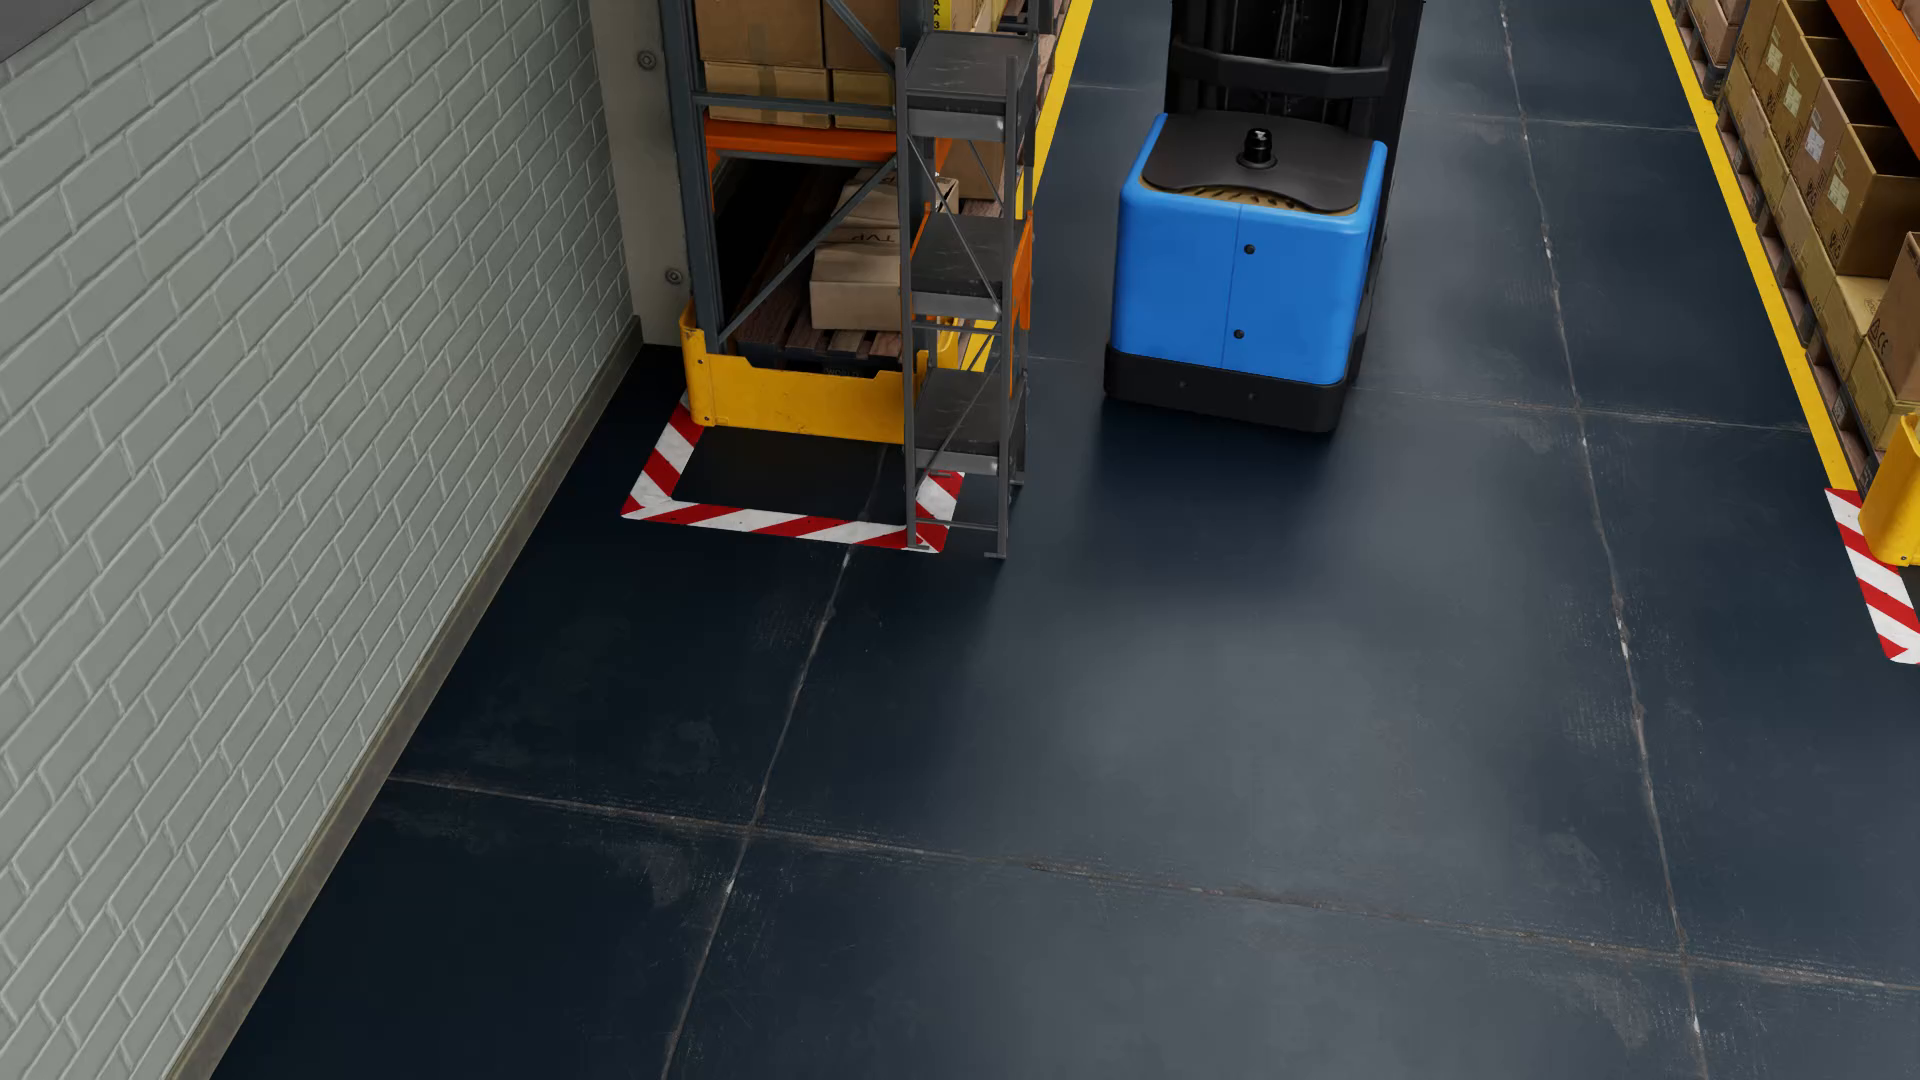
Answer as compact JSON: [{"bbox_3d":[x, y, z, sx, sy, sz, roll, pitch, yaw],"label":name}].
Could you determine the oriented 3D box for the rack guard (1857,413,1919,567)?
[{"bbox_3d":[4.257,-0.145,6.533,1.175,0.500,0.348,6,40,8],"label":"rack guard"}]

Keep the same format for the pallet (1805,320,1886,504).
[{"bbox_3d":[4.352,-0.534,7.230,1.003,0.211,1.213,6,40,8],"label":"pallet"}]

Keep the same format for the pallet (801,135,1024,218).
[{"bbox_3d":[-0.216,-1.910,8.894,1.003,0.211,1.213,6,40,8],"label":"pallet"}]

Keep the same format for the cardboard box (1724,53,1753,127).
[{"bbox_3d":[4.575,-2.479,9.222,0.500,0.250,0.500,6,40,8],"label":"cardboard box"}]

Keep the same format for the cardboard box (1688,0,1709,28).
[{"bbox_3d":[4.829,-3.346,10.271,0.500,0.250,0.500,6,40,7],"label":"cardboard box"}]

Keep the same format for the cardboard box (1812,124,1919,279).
[{"bbox_3d":[4.220,-1.513,7.466,0.500,0.500,0.500,6,40,8],"label":"cardboard box"}]

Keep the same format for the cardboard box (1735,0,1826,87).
[{"bbox_3d":[4.565,-2.769,8.985,0.500,0.500,0.500,6,40,8],"label":"cardboard box"}]

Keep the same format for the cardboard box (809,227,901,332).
[{"bbox_3d":[-0.410,-1.225,7.643,0.500,0.311,0.500,2,40,3],"label":"cardboard box"}]

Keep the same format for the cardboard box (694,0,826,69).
[{"bbox_3d":[-0.746,-2.226,6.602,0.500,0.500,0.500,6,40,7],"label":"cardboard box"}]

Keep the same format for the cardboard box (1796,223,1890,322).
[{"bbox_3d":[4.223,-1.224,7.705,0.500,0.250,0.500,6,40,8],"label":"cardboard box"}]

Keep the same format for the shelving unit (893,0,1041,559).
[{"bbox_3d":[0.029,-0.913,6.206,0.431,2.100,0.503,6,40,8],"label":"shelving unit"}]

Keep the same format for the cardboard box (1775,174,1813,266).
[{"bbox_3d":[4.311,-1.538,8.084,0.500,0.250,0.500,6,40,8],"label":"cardboard box"}]

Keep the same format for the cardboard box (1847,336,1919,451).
[{"bbox_3d":[4.063,-0.595,6.944,0.500,0.250,0.500,6,40,8],"label":"cardboard box"}]

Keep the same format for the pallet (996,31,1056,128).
[{"bbox_3d":[-0.007,-2.678,9.823,1.003,0.211,1.213,6,40,8],"label":"pallet"}]

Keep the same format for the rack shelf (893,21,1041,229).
[{"bbox_3d":[0.029,-1.442,5.769,0.431,0.518,0.480,6,40,8],"label":"rack shelf"}]

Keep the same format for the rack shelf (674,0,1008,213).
[{"bbox_3d":[-0.272,-2.646,8.160,1.077,0.370,4.000,6,40,8],"label":"rack shelf"}]

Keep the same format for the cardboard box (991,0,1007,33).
[{"bbox_3d":[-0.051,-2.535,7.564,0.500,0.250,0.500,6,40,7],"label":"cardboard box"}]

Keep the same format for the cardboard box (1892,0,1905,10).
[{"bbox_3d":[4.707,-2.747,7.640,0.700,0.500,0.500,7,40,8],"label":"cardboard box"}]

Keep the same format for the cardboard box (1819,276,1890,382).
[{"bbox_3d":[4.138,-0.910,7.325,0.500,0.250,0.500,6,40,8],"label":"cardboard box"}]

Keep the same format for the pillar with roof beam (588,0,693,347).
[{"bbox_3d":[2.891,-4.040,4.574,9.100,9.000,0.400,6,40,8],"label":"pillar with roof beam"}]

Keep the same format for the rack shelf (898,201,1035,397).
[{"bbox_3d":[0.029,-0.903,6.215,0.431,0.518,0.480,6,40,8],"label":"rack shelf"}]

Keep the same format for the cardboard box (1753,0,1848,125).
[{"bbox_3d":[4.486,-2.454,8.604,0.500,0.500,0.500,6,40,8],"label":"cardboard box"}]

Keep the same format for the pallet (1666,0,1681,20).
[{"bbox_3d":[5.251,-3.794,11.173,1.003,0.211,1.213,6,40,8],"label":"pallet"}]

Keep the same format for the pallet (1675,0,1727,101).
[{"bbox_3d":[5.043,-3.026,10.244,1.003,0.211,1.213,6,40,8],"label":"pallet"}]

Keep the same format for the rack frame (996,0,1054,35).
[{"bbox_3d":[0.074,-4.178,9.449,1.000,3.000,0.127,6,40,8],"label":"rack frame"}]

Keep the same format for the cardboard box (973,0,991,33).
[{"bbox_3d":[-0.145,-2.216,7.178,0.500,0.250,0.500,5,40,6],"label":"cardboard box"}]

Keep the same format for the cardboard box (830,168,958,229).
[{"bbox_3d":[-0.311,-1.583,8.075,0.500,0.311,0.500,10,41,11],"label":"cardboard box"}]

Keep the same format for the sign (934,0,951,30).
[{"bbox_3d":[-0.084,-1.942,6.065,0.100,0.325,0.005,6,40,8],"label":"sign"}]

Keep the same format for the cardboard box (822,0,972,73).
[{"bbox_3d":[-0.240,-2.173,6.538,0.500,0.500,0.500,6,40,8],"label":"cardboard box"}]

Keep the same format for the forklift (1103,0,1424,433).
[{"bbox_3d":[1.560,-2.542,7.524,1.130,2.935,3.031,11,41,13],"label":"forklift"}]

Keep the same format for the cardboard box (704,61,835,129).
[{"bbox_3d":[-0.728,-1.932,6.835,0.500,0.250,0.500,7,40,8],"label":"cardboard box"}]

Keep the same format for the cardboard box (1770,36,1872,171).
[{"bbox_3d":[4.392,-2.141,8.225,0.500,0.500,0.500,6,40,8],"label":"cardboard box"}]

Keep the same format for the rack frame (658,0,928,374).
[{"bbox_3d":[-0.618,-1.668,6.413,1.000,3.000,0.127,6,40,8],"label":"rack frame"}]

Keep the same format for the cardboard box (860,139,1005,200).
[{"bbox_3d":[-0.135,-2.111,8.565,0.700,0.500,0.500,4,40,5],"label":"cardboard box"}]

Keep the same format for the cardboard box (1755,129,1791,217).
[{"bbox_3d":[4.392,-1.852,8.464,0.500,0.250,0.500,6,40,8],"label":"cardboard box"}]

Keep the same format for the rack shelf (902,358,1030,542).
[{"bbox_3d":[0.029,-0.363,6.661,0.431,0.518,0.480,6,40,8],"label":"rack shelf"}]

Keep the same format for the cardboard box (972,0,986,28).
[{"bbox_3d":[-0.144,-2.482,6.912,0.500,0.500,0.500,7,40,8],"label":"cardboard box"}]

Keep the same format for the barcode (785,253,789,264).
[{"bbox_3d":[-0.801,-1.284,7.707,0.001,0.075,0.075,6,40,8],"label":"barcode"}]

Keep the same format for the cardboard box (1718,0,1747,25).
[{"bbox_3d":[4.741,-3.238,9.701,0.500,0.311,0.500,6,40,8],"label":"cardboard box"}]

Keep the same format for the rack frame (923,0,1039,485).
[{"bbox_3d":[0.071,-1.066,6.392,0.400,2.100,0.015,6,40,8],"label":"rack frame"}]

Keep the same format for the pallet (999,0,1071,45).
[{"bbox_3d":[0.207,-3.592,10.929,1.003,0.211,1.213,6,40,8],"label":"pallet"}]

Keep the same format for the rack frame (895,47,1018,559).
[{"bbox_3d":[-0.013,-0.760,6.021,0.400,2.100,0.015,6,40,8],"label":"rack frame"}]

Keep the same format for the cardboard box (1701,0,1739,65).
[{"bbox_3d":[4.740,-3.028,9.887,0.500,0.250,0.500,6,40,7],"label":"cardboard box"}]

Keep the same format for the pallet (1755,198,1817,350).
[{"bbox_3d":[4.566,-1.297,8.153,1.003,0.211,1.213,6,40,8],"label":"pallet"}]

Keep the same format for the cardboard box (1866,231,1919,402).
[{"bbox_3d":[4.061,-0.884,6.705,0.500,0.500,0.500,6,40,8],"label":"cardboard box"}]

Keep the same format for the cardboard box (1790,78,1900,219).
[{"bbox_3d":[4.307,-1.827,7.846,0.500,0.500,0.500,6,40,8],"label":"cardboard box"}]

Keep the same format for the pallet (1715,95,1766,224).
[{"bbox_3d":[4.775,-2.065,9.082,1.003,0.211,1.213,6,40,8],"label":"pallet"}]

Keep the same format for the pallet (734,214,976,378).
[{"bbox_3d":[-0.430,-1.147,7.971,1.003,0.211,1.213,6,40,8],"label":"pallet"}]

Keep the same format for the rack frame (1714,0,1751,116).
[{"bbox_3d":[4.954,-3.634,8.791,1.000,3.000,0.127,6,40,8],"label":"rack frame"}]

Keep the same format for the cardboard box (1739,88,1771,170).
[{"bbox_3d":[4.483,-2.165,8.843,0.500,0.250,0.500,6,40,8],"label":"cardboard box"}]

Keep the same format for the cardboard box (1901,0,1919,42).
[{"bbox_3d":[4.620,-2.426,7.251,0.700,0.500,0.500,8,40,9],"label":"cardboard box"}]

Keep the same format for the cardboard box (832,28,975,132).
[{"bbox_3d":[-0.221,-1.889,6.782,0.500,0.250,0.500,5,40,6],"label":"cardboard box"}]

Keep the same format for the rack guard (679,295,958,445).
[{"bbox_3d":[-0.605,-0.752,7.267,1.175,0.500,0.348,6,40,8],"label":"rack guard"}]
